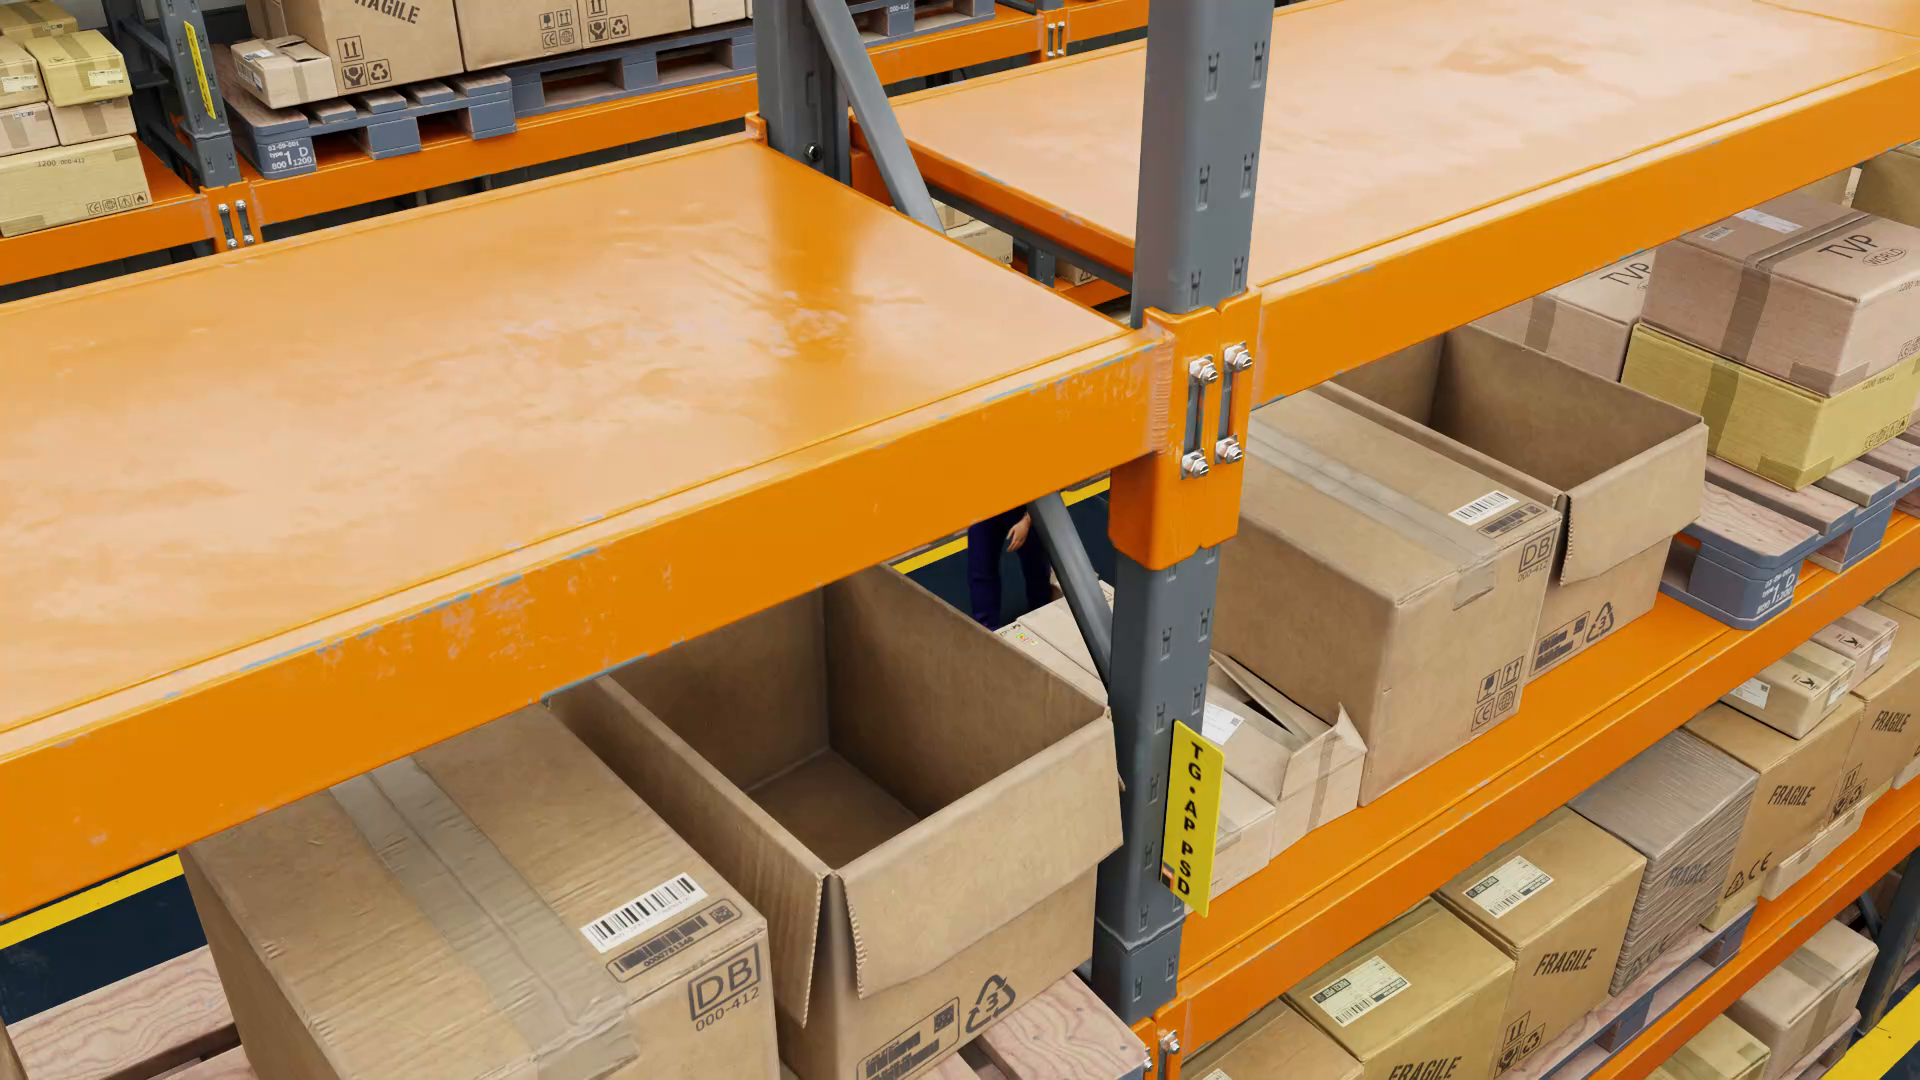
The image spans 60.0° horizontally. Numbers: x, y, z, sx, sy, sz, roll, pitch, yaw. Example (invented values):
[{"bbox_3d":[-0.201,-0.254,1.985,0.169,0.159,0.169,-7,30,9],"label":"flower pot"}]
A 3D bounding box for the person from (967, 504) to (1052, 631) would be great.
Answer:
[{"bbox_3d":[0.250,-0.163,8.056,0.511,1.630,0.696,13,35,20],"label":"person"}]
